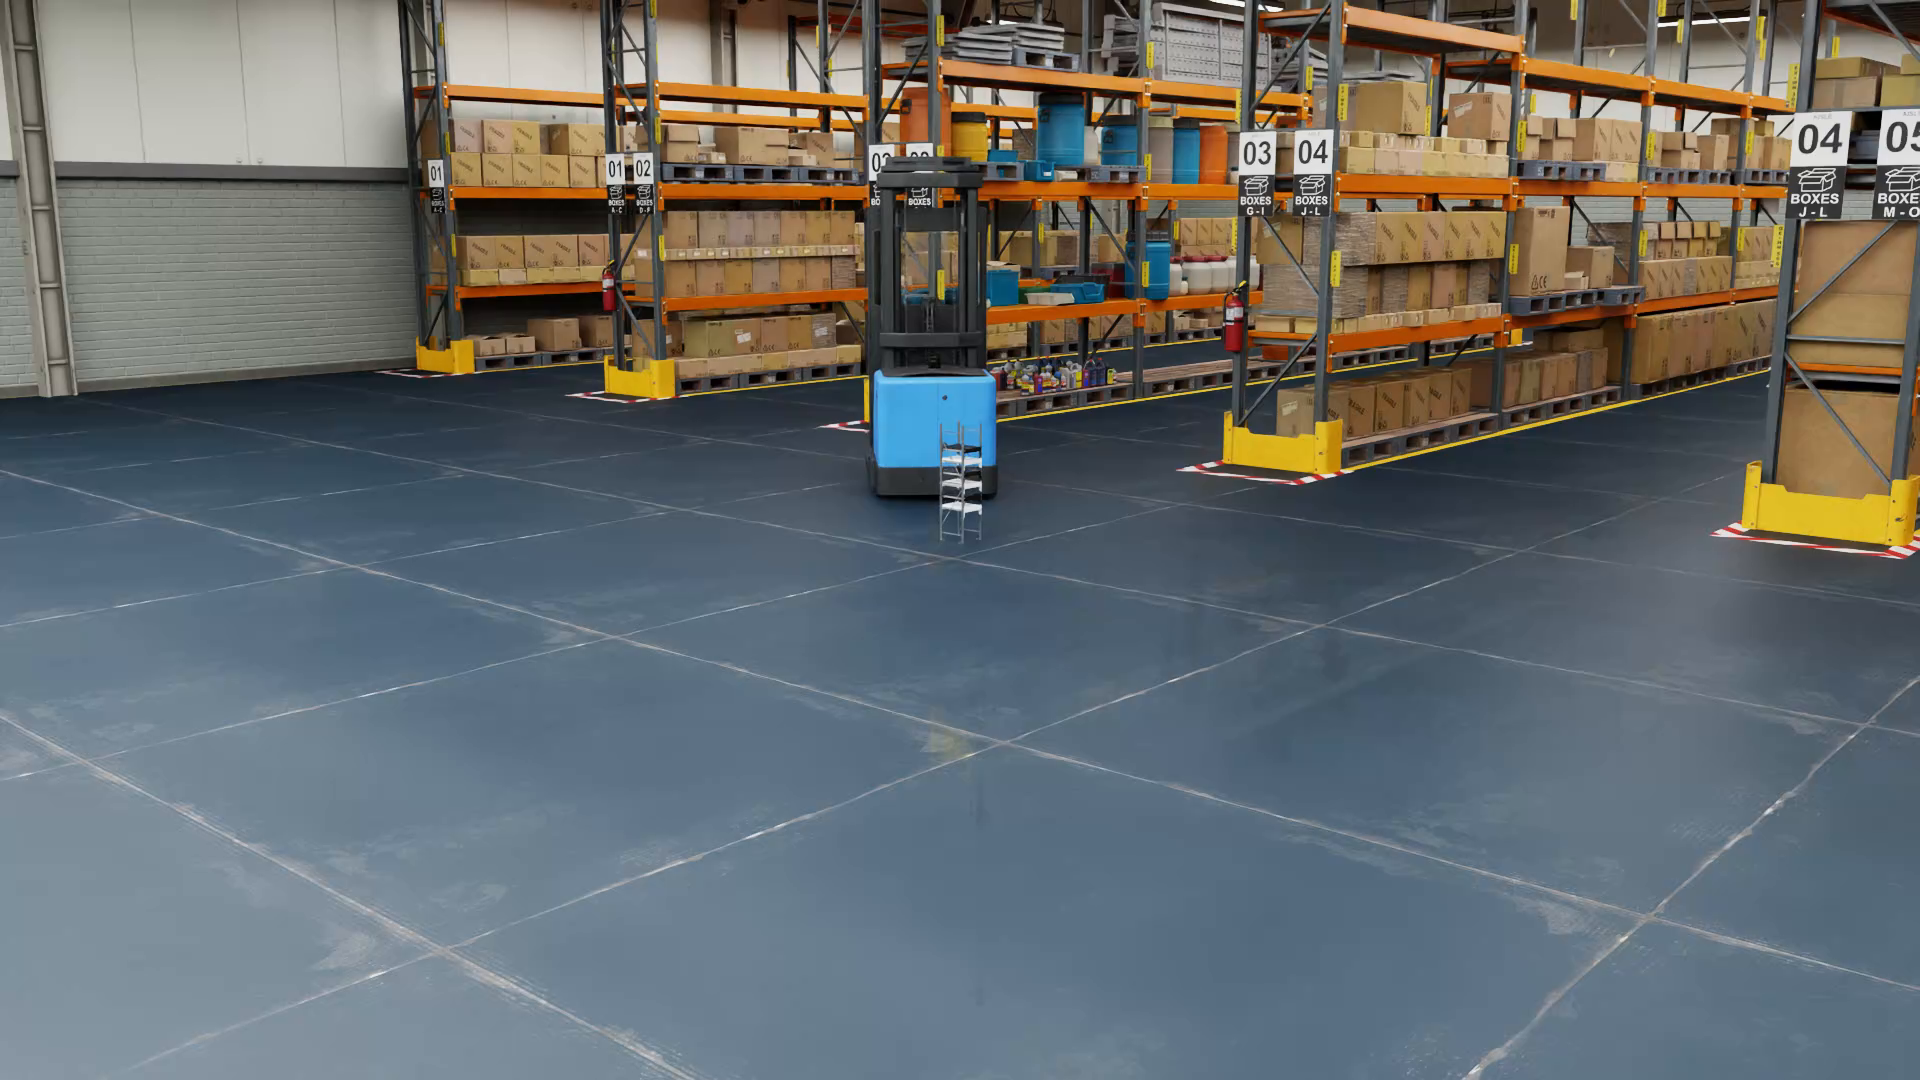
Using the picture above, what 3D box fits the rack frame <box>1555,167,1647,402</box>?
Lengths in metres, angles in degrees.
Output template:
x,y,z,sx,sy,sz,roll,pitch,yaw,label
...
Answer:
x,y,z,sx,sy,sz,roll,pitch,yaw,label
8.376,-3.356,21.853,1.000,3.000,0.127,10,15,40,rack frame

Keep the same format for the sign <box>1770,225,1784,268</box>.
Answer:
x,y,z,sx,sy,sz,roll,pitch,yaw,label
6.356,-2.279,12.900,0.100,0.325,0.005,10,15,40,sign

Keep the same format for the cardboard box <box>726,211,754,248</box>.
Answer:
x,y,z,sx,sy,sz,roll,pitch,yaw,label
-3.316,-4.372,23.376,0.700,0.500,0.500,10,15,41,cardboard box

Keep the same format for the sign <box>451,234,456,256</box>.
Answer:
x,y,z,sx,sy,sz,roll,pitch,yaw,label
-7.660,-4.454,25.144,0.100,0.325,0.005,10,15,40,sign

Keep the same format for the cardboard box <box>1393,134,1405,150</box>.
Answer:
x,y,z,sx,sy,sz,roll,pitch,yaw,label
4.165,-3.927,16.420,0.380,0.149,0.250,10,15,40,cardboard box

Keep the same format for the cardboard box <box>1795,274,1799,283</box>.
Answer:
x,y,z,sx,sy,sz,roll,pitch,yaw,label
13.331,-4.239,26.918,0.380,0.149,0.250,10,15,40,cardboard box

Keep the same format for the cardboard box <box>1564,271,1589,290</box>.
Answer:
x,y,z,sx,sy,sz,roll,pitch,yaw,label
7.478,-3.215,20.422,0.396,0.266,0.258,9,15,39,cardboard box

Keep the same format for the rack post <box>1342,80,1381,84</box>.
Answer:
x,y,z,sx,sy,sz,roll,pitch,yaw,label
6.055,-6.967,25.894,0.954,0.300,0.937,-10,15,-41,rack post

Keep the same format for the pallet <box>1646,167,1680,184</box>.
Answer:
x,y,z,sx,sy,sz,roll,pitch,yaw,label
8.761,-4.836,22.087,1.213,0.211,1.003,11,16,43,pallet

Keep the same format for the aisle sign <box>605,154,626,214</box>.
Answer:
x,y,z,sx,sy,sz,roll,pitch,yaw,label
-4.608,-4.763,22.263,0.394,0.787,0.004,10,15,40,aisle sign

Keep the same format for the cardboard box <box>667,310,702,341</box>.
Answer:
x,y,z,sx,sy,sz,roll,pitch,yaw,label
-4.954,-3.789,29.281,0.700,0.500,0.500,10,15,42,cardboard box

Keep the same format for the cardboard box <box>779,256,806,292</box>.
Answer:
x,y,z,sx,sy,sz,roll,pitch,yaw,label
-2.669,-3.880,24.222,0.700,0.500,0.500,10,15,41,cardboard box

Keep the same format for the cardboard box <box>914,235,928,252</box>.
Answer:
x,y,z,sx,sy,sz,roll,pitch,yaw,label
-0.929,-5.820,33.128,0.500,0.500,0.500,10,15,40,cardboard box

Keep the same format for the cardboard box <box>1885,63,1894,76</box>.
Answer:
x,y,z,sx,sy,sz,roll,pitch,yaw,label
7.226,-3.722,13.308,0.380,0.149,0.250,10,15,41,cardboard box

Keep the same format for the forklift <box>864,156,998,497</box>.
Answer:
x,y,z,sx,sy,sz,roll,pitch,yaw,label
-0.322,-2.052,15.502,1.130,2.935,3.031,-1,11,-5,forklift

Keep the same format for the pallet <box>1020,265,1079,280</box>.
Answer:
x,y,z,sx,sy,sz,roll,pitch,yaw,label
1.332,-4.652,28.832,1.213,0.211,1.003,10,15,40,pallet

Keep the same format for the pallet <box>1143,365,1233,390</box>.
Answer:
x,y,z,sx,sy,sz,roll,pitch,yaw,label
3.309,-2.341,23.893,1.003,0.211,1.213,10,15,40,pallet

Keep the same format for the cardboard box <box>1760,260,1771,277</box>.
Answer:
x,y,z,sx,sy,sz,roll,pitch,yaw,label
12.193,-4.201,25.710,0.500,0.250,0.500,10,15,42,cardboard box

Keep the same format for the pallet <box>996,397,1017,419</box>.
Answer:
x,y,z,sx,sy,sz,roll,pitch,yaw,label
-0.070,-1.588,20.121,1.003,0.211,1.213,10,15,40,pallet

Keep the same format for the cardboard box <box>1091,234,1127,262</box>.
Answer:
x,y,z,sx,sy,sz,roll,pitch,yaw,label
2.690,-5.330,30.413,0.500,0.500,0.700,-9,15,-39,cardboard box

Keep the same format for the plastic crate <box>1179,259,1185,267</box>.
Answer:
x,y,z,sx,sy,sz,roll,pitch,yaw,label
3.359,-3.829,24.061,0.402,0.464,0.583,10,15,40,plastic crate

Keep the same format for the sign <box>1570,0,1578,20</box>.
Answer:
x,y,z,sx,sy,sz,roll,pitch,yaw,label
7.957,-6.904,21.515,0.100,0.325,0.005,10,15,40,sign

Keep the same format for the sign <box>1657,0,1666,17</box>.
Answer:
x,y,z,sx,sy,sz,roll,pitch,yaw,label
8.790,-6.726,20.823,0.100,0.325,0.005,10,15,40,sign

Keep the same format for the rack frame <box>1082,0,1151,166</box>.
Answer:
x,y,z,sx,sy,sz,roll,pitch,yaw,label
2.015,-6.349,21.526,1.000,3.000,0.127,10,15,40,rack frame

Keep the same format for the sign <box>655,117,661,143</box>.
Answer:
x,y,z,sx,sy,sz,roll,pitch,yaw,label
-3.931,-5.326,21.625,0.100,0.325,0.005,10,15,40,sign

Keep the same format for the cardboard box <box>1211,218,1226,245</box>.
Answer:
x,y,z,sx,sy,sz,roll,pitch,yaw,label
4.780,-5.949,32.031,0.500,0.500,0.500,9,15,39,cardboard box

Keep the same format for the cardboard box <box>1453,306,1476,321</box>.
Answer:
x,y,z,sx,sy,sz,roll,pitch,yaw,label
5.351,-2.459,18.003,0.380,0.149,0.250,10,15,40,cardboard box

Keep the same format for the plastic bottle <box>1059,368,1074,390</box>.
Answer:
x,y,z,sx,sy,sz,roll,pitch,yaw,label
1.356,-2.056,21.179,0.152,0.276,0.135,10,15,41,plastic bottle

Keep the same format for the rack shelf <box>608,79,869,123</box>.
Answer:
x,y,z,sx,sy,sz,roll,pitch,yaw,label
-3.024,-6.147,23.371,1.077,0.370,4.000,10,15,40,rack shelf

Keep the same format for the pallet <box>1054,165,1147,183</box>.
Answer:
x,y,z,sx,sy,sz,roll,pitch,yaw,label
1.612,-4.667,21.243,1.213,0.211,1.003,10,15,40,pallet

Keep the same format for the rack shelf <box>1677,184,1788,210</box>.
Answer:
x,y,z,sx,sy,sz,roll,pitch,yaw,label
12.336,-5.357,26.050,1.077,0.370,4.000,10,15,40,rack shelf

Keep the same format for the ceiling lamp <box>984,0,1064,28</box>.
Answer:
x,y,z,sx,sy,sz,roll,pitch,yaw,label
1.411,-11.184,30.829,0.800,3.185,2.000,10,15,40,ceiling lamp

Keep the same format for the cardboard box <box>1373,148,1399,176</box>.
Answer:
x,y,z,sx,sy,sz,roll,pitch,yaw,label
3.943,-3.690,16.253,0.500,0.250,0.500,9,15,39,cardboard box

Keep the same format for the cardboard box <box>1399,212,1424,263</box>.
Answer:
x,y,z,sx,sy,sz,roll,pitch,yaw,label
4.327,-3.056,16.785,0.500,0.500,0.500,10,15,40,cardboard box

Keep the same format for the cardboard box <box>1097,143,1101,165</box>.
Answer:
x,y,z,sx,sy,sz,roll,pitch,yaw,label
2.311,-6.739,29.553,0.600,0.600,0.600,9,14,38,cardboard box

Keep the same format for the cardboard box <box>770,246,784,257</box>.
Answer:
x,y,z,sx,sy,sz,roll,pitch,yaw,label
-2.734,-4.122,23.778,0.380,0.149,0.250,10,15,42,cardboard box

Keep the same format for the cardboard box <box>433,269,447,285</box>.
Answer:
x,y,z,sx,sy,sz,roll,pitch,yaw,label
-7.905,-4.130,26.062,0.500,0.250,0.500,10,15,41,cardboard box

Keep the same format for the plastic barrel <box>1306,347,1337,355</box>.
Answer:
x,y,z,sx,sy,sz,roll,pitch,yaw,label
5.711,-3.260,26.458,0.600,0.588,0.708,10,15,40,plastic barrel

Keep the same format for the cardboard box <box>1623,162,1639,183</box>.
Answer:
x,y,z,sx,sy,sz,roll,pitch,yaw,label
8.246,-4.651,21.065,0.500,0.250,0.500,10,15,40,cardboard box

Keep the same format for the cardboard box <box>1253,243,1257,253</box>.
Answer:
x,y,z,sx,sy,sz,roll,pitch,yaw,label
5.787,-5.685,33.261,0.500,0.500,0.500,10,15,41,cardboard box

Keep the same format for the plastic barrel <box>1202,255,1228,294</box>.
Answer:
x,y,z,sx,sy,sz,roll,pitch,yaw,label
3.581,-3.758,23.522,0.433,0.535,0.433,0,11,0,plastic barrel

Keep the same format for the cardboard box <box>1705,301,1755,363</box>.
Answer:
x,y,z,sx,sy,sz,roll,pitch,yaw,label
11.512,-3.195,25.401,0.875,0.875,0.875,10,15,40,cardboard box

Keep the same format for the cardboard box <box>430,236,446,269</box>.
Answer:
x,y,z,sx,sy,sz,roll,pitch,yaw,label
-7.916,-4.501,26.004,0.500,0.500,0.500,10,15,40,cardboard box

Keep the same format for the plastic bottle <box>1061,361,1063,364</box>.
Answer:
x,y,z,sx,sy,sz,roll,pitch,yaw,label
1.282,-2.246,22.130,0.152,0.276,0.135,10,15,42,plastic bottle

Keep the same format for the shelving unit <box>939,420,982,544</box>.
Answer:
x,y,z,sx,sy,sz,roll,pitch,yaw,label
0.005,-0.442,12.629,0.258,0.900,0.210,10,15,40,shelving unit

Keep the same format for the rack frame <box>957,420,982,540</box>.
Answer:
x,y,z,sx,sy,sz,roll,pitch,yaw,label
0.072,-0.457,12.704,0.240,0.900,0.006,10,15,40,rack frame

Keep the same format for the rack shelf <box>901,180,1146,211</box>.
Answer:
x,y,z,sx,sy,sz,roll,pitch,yaw,label
0.695,-4.231,20.417,1.077,0.370,4.000,10,15,40,rack shelf

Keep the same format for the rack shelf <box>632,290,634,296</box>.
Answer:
x,y,z,sx,sy,sz,roll,pitch,yaw,label
-4.107,-4.630,30.070,1.077,0.370,4.000,10,15,40,rack shelf

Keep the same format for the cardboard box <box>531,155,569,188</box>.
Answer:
x,y,z,sx,sy,sz,roll,pitch,yaw,label
-6.600,-5.879,26.525,0.500,0.500,0.500,11,16,44,cardboard box

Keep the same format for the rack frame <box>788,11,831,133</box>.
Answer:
x,y,z,sx,sy,sz,roll,pitch,yaw,label
-2.787,-8.219,30.885,1.000,3.000,0.127,10,15,40,rack frame

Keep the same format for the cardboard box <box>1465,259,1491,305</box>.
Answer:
x,y,z,sx,sy,sz,roll,pitch,yaw,label
5.392,-2.904,18.577,0.875,0.500,0.500,10,15,40,cardboard box

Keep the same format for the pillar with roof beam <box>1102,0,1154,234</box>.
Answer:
x,y,z,sx,sy,sz,roll,pitch,yaw,label
6.861,-9.348,36.540,9.100,9.000,0.548,10,15,40,pillar with roof beam

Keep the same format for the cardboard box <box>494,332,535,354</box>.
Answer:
x,y,z,sx,sy,sz,roll,pitch,yaw,label
-7.167,-3.171,26.671,0.500,0.311,0.500,-11,15,-43,cardboard box

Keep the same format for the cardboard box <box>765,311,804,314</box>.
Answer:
x,y,z,sx,sy,sz,roll,pitch,yaw,label
-2.569,-3.171,24.965,0.500,0.500,0.500,10,15,40,cardboard box

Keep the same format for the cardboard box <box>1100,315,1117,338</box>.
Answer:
x,y,z,sx,sy,sz,roll,pitch,yaw,label
2.469,-3.885,29.764,0.500,0.500,0.500,9,14,38,cardboard box

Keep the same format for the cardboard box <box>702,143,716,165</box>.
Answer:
x,y,z,sx,sy,sz,roll,pitch,yaw,label
-3.415,-5.447,23.464,0.500,0.311,0.500,-10,15,-41,cardboard box

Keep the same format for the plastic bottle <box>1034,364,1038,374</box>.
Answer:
x,y,z,sx,sy,sz,roll,pitch,yaw,label
0.977,-2.166,21.740,0.097,0.271,0.097,0,11,0,plastic bottle

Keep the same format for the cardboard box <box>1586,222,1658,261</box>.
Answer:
x,y,z,sx,sy,sz,roll,pitch,yaw,label
8.871,-4.002,22.273,0.797,0.503,0.637,10,15,42,cardboard box
